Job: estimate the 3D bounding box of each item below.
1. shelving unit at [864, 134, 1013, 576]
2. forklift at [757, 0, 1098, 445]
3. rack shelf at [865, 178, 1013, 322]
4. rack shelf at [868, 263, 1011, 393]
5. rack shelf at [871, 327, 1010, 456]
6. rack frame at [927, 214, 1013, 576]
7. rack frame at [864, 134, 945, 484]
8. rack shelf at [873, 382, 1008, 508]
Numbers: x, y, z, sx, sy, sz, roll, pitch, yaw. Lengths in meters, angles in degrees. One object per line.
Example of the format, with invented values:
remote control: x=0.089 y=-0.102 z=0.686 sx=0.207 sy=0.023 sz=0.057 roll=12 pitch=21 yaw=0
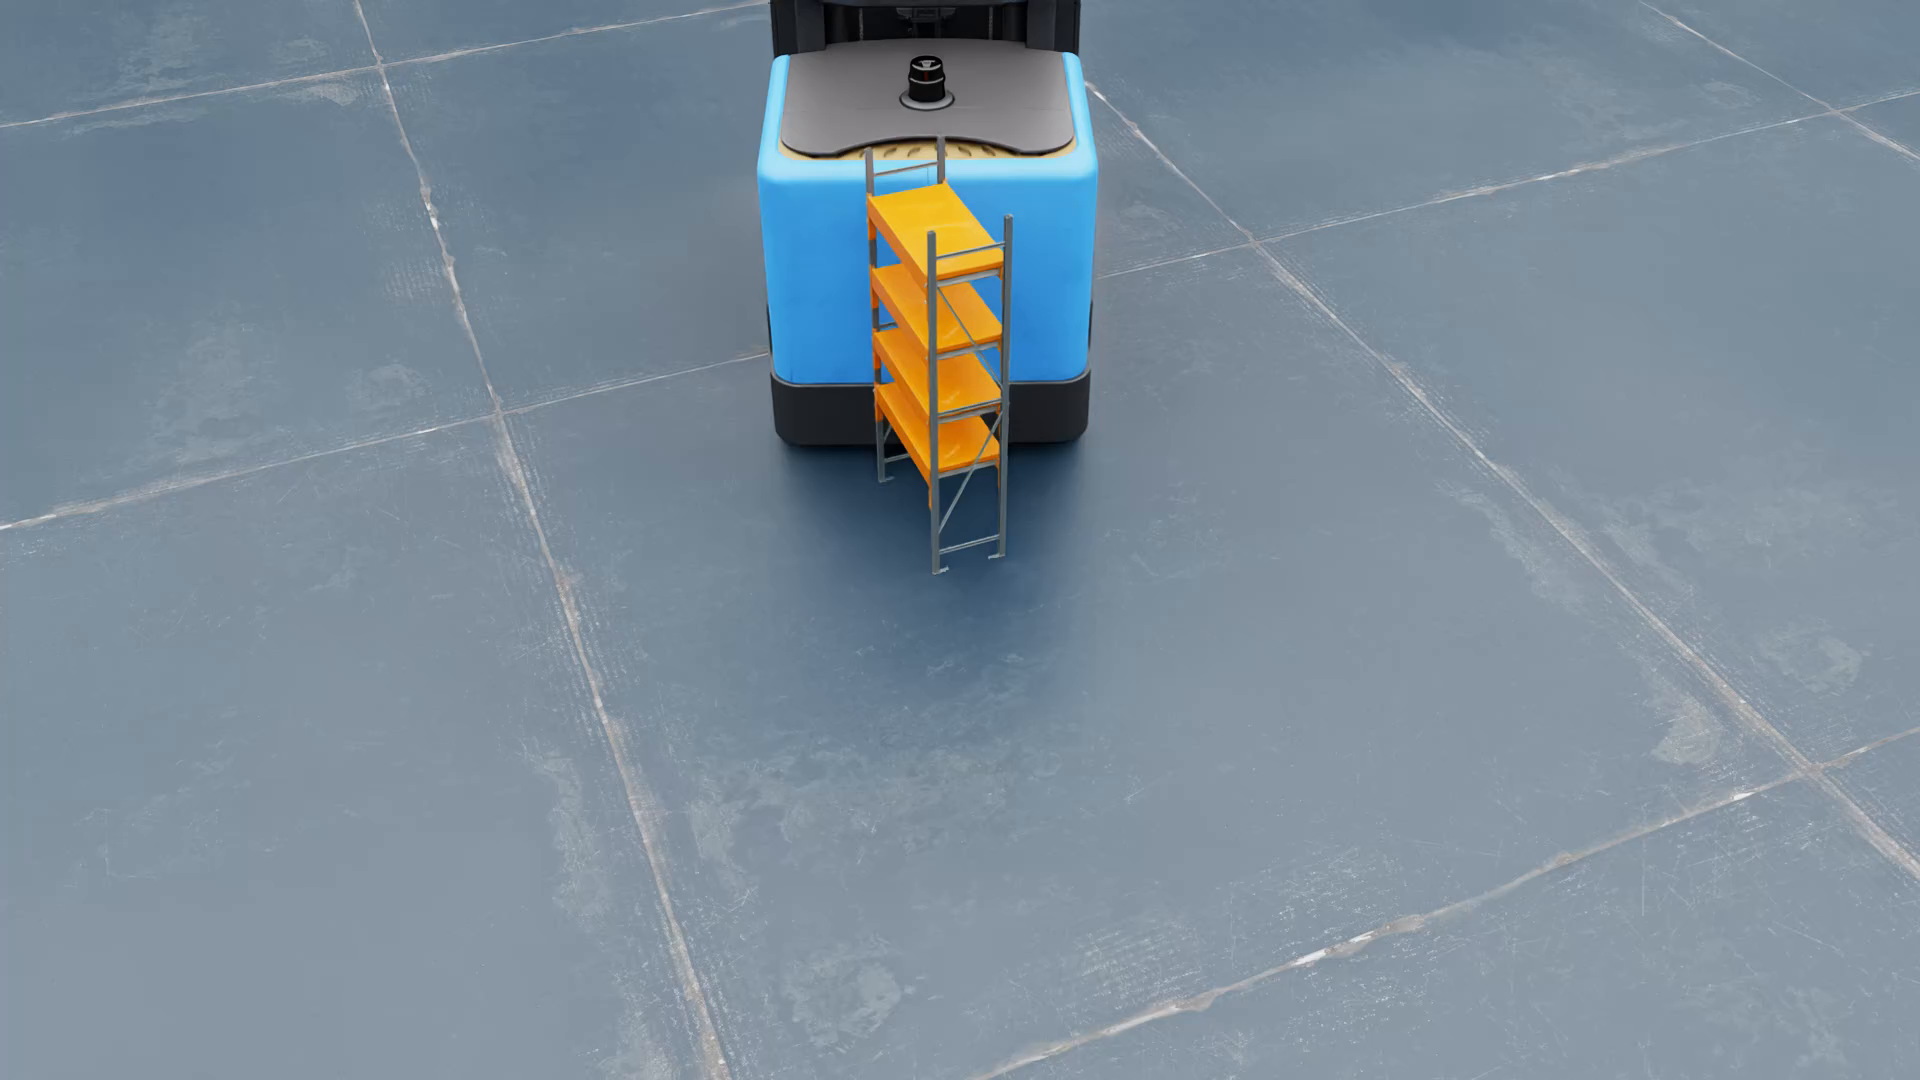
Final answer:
shelving unit: x=-0.065 y=-0.526 z=4.941 sx=0.258 sy=1.200 sz=0.503 roll=-15 pitch=43 yaw=-17
forklift: x=-0.126 y=-2.362 z=5.749 sx=1.130 sy=2.935 sz=3.031 roll=-1 pitch=41 yaw=-1
rack shelf: x=-0.065 y=-0.824 z=4.685 sx=0.258 sy=0.148 sz=0.480 roll=-15 pitch=43 yaw=-17
rack shelf: x=-0.065 y=-0.644 z=4.839 sx=0.258 sy=0.148 sz=0.480 roll=-15 pitch=43 yaw=-17
rack shelf: x=-0.065 y=-0.475 z=4.985 sx=0.258 sy=0.148 sz=0.480 roll=-15 pitch=43 yaw=-17
rack frame: x=0.027 y=-0.378 z=4.769 sx=0.240 sy=1.200 sz=0.015 roll=-15 pitch=43 yaw=-17
rack frame: x=-0.156 y=-0.673 z=5.113 sx=0.240 sy=1.200 sz=0.015 roll=-15 pitch=43 yaw=-17
rack shelf: x=-0.065 y=-0.324 z=5.114 sx=0.258 sy=0.148 sz=0.480 roll=-15 pitch=43 yaw=-17
